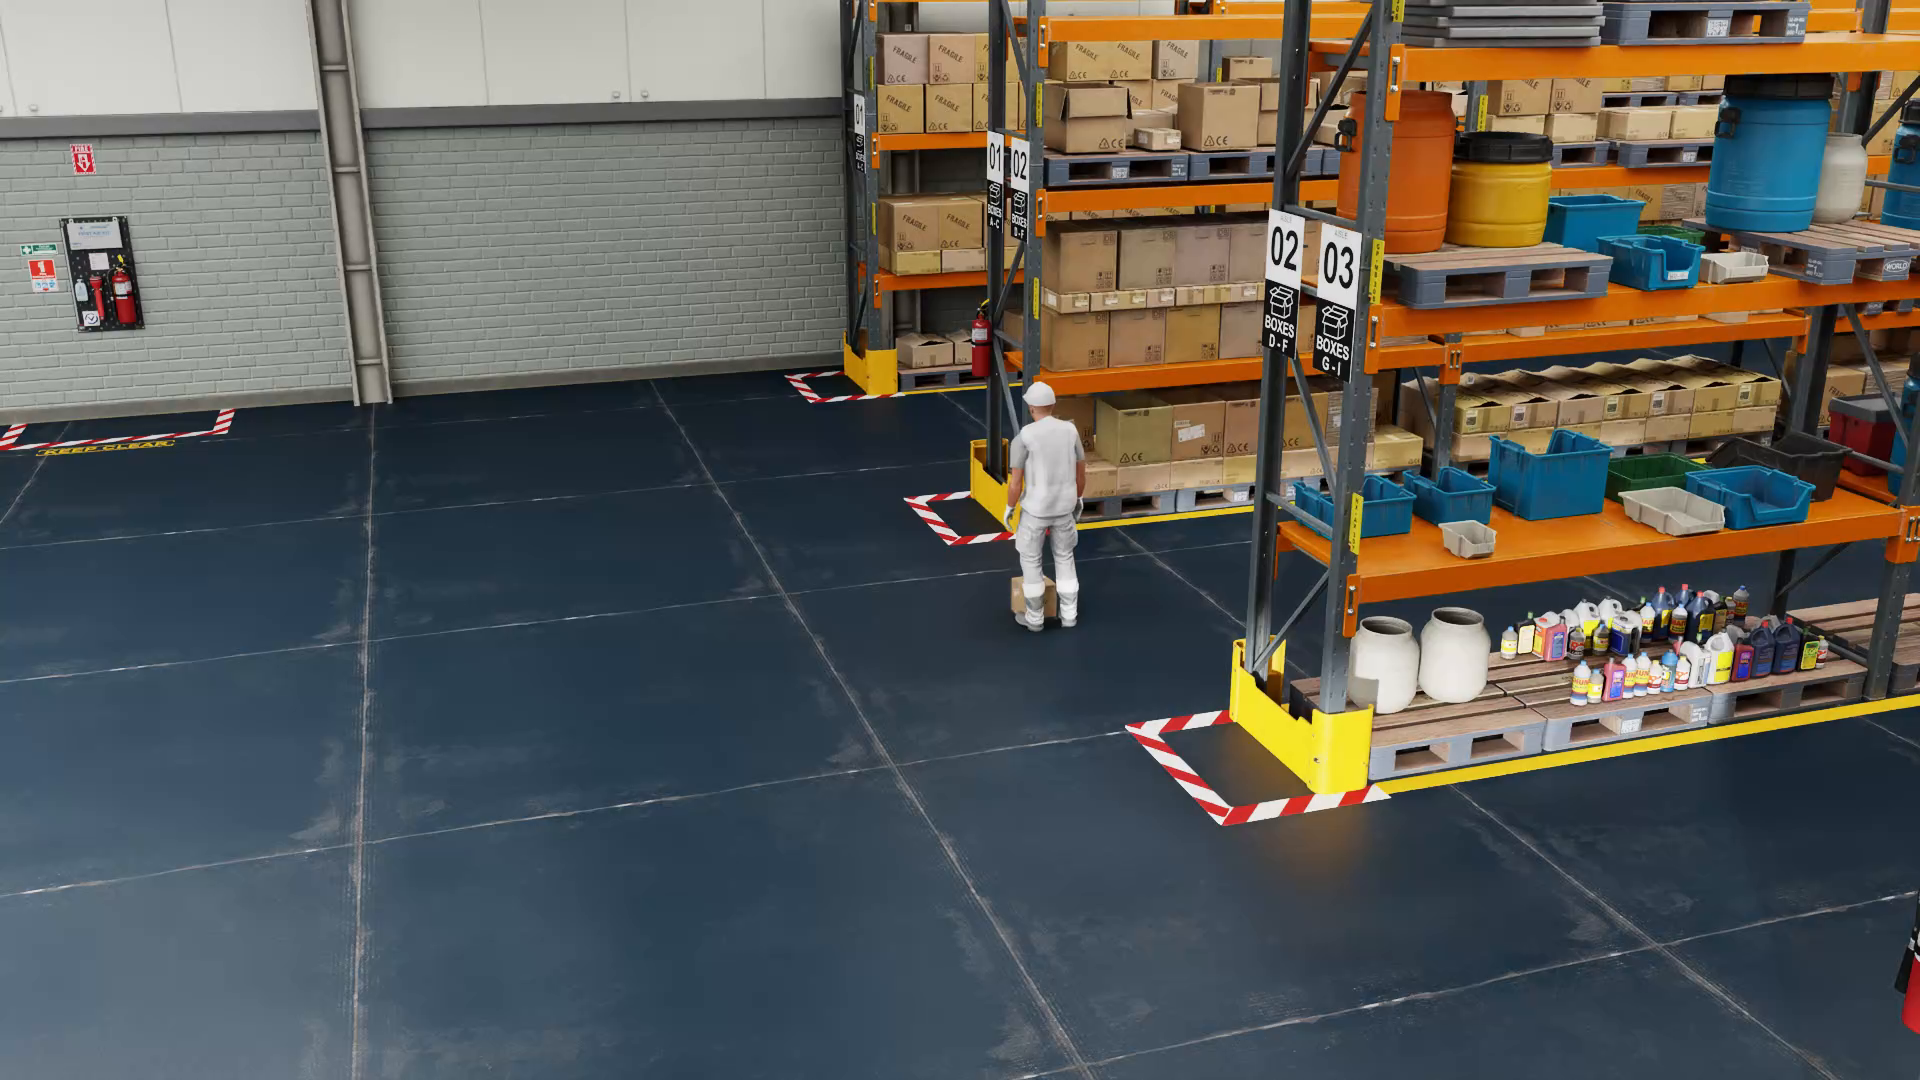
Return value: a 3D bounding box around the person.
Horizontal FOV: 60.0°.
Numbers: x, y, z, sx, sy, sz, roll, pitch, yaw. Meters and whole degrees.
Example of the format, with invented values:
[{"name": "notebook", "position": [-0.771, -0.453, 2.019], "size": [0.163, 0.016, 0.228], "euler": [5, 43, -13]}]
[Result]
[{"name": "person", "position": [0.606, -0.235, 11.724], "size": [0.618, 1.779, 0.455], "euler": [-7, 20, -18]}]
